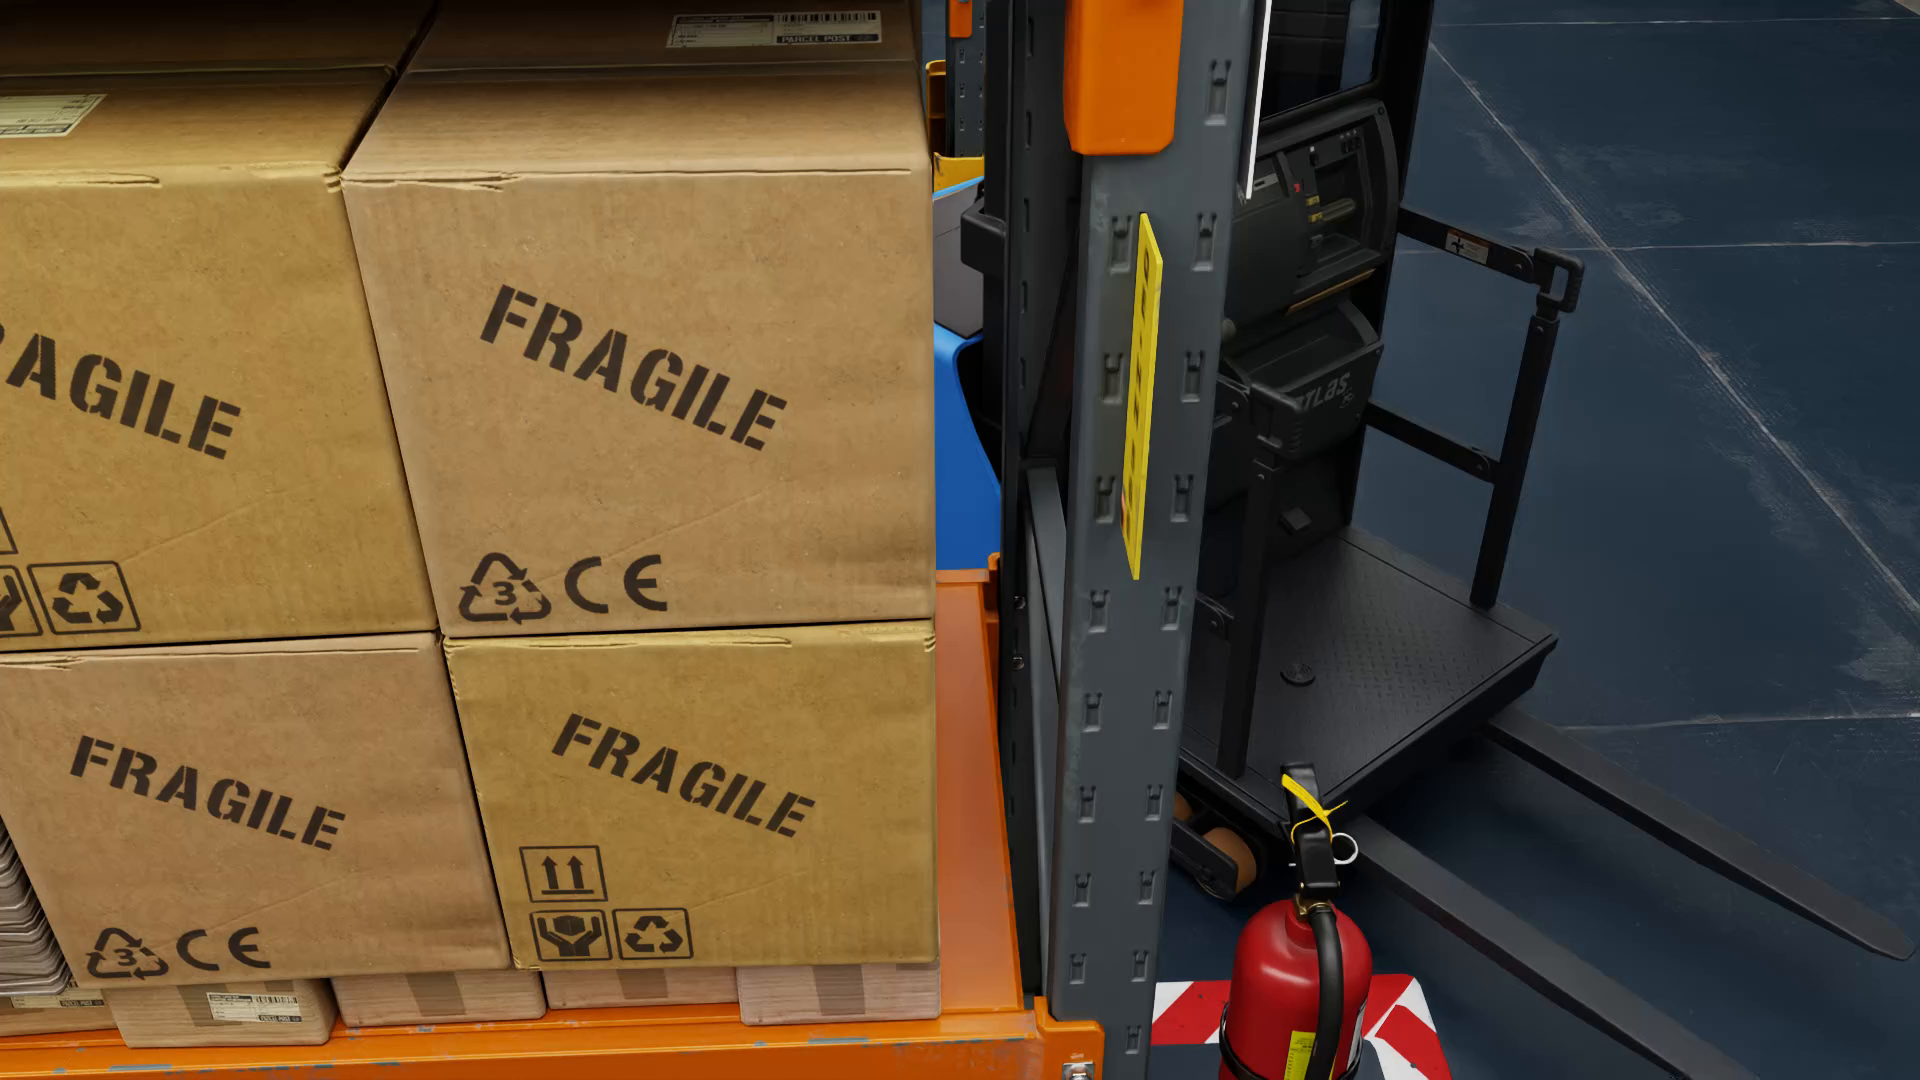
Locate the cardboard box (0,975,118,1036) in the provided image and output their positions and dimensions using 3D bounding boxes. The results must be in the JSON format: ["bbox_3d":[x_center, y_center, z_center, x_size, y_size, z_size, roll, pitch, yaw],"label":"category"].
[{"bbox_3d":[-1.175,0.451,2.183,0.250,0.149,0.380,-3,35,-4],"label":"cardboard box"}]

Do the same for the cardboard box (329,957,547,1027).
[{"bbox_3d":[-0.657,0.441,2.198,0.250,0.149,0.380,-2,35,-3],"label":"cardboard box"}]

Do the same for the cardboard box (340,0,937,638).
[{"bbox_3d":[-0.290,-0.254,1.753,0.500,0.500,0.500,-2,35,-3],"label":"cardboard box"}]

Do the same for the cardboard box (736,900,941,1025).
[{"bbox_3d":[-0.157,0.440,2.199,0.250,0.149,0.380,-1,35,-2],"label":"cardboard box"}]

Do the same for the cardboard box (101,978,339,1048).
[{"bbox_3d":[-0.911,0.461,2.169,0.250,0.149,0.380,-1,35,-1],"label":"cardboard box"}]

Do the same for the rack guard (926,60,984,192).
[{"bbox_3d":[0.045,-1.628,7.163,0.348,0.500,1.175,-2,35,-2],"label":"rack guard"}]

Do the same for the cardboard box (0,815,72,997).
[{"bbox_3d":[-1.302,0.192,1.987,0.500,0.500,0.500,-1,35,-2],"label":"cardboard box"}]

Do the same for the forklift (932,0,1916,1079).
[{"bbox_3d":[0.825,-0.672,3.645,1.130,2.935,3.031,-26,42,-32],"label":"forklift"}]

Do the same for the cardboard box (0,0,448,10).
[{"bbox_3d":[-0.809,-0.529,2.151,0.500,0.500,0.500,-1,35,-1],"label":"cardboard box"}]

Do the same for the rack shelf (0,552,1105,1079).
[{"bbox_3d":[-1.842,0.517,2.499,4.000,0.370,1.077,-2,35,-2],"label":"rack shelf"}]

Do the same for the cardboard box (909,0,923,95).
[{"bbox_3d":[-0.306,-0.546,2.176,0.500,0.500,0.500,-2,35,-3],"label":"cardboard box"}]

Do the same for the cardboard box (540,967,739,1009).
[{"bbox_3d":[-0.407,0.425,2.220,0.250,0.149,0.380,-2,35,-2],"label":"cardboard box"}]

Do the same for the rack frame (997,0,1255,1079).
[{"bbox_3d":[0.155,0.167,2.373,0.127,3.000,1.000,-2,35,-2],"label":"rack frame"}]

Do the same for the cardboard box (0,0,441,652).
[{"bbox_3d":[-0.796,-0.240,1.733,0.500,0.500,0.500,-3,35,-4],"label":"cardboard box"}]

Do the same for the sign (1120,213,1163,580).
[{"bbox_3d":[0.162,-0.123,1.497,0.005,0.325,0.100,-2,35,-2],"label":"sign"}]

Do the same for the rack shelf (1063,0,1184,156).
[{"bbox_3d":[-1.842,-0.717,1.646,4.000,0.370,1.077,-2,35,-2],"label":"rack shelf"}]

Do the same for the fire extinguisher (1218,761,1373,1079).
[{"bbox_3d":[0.429,0.608,2.131,0.183,0.674,0.296,-2,35,-2],"label":"fire extinguisher"}]

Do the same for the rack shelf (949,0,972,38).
[{"bbox_3d":[-1.976,-2.305,6.577,4.000,0.370,1.077,-2,35,-2],"label":"rack shelf"}]

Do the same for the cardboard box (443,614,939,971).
[{"bbox_3d":[-0.281,0.162,2.031,0.500,0.500,0.500,-1,35,-1],"label":"cardboard box"}]

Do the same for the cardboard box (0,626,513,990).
[{"bbox_3d":[-0.796,0.173,2.015,0.500,0.500,0.500,-2,35,-3],"label":"cardboard box"}]

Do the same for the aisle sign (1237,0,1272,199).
[{"bbox_3d":[0.242,-0.733,1.389,0.004,0.787,0.394,-2,35,-2],"label":"aisle sign"}]

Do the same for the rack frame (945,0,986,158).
[{"bbox_3d":[0.021,-2.655,6.450,0.127,3.000,1.000,-2,35,-2],"label":"rack frame"}]
